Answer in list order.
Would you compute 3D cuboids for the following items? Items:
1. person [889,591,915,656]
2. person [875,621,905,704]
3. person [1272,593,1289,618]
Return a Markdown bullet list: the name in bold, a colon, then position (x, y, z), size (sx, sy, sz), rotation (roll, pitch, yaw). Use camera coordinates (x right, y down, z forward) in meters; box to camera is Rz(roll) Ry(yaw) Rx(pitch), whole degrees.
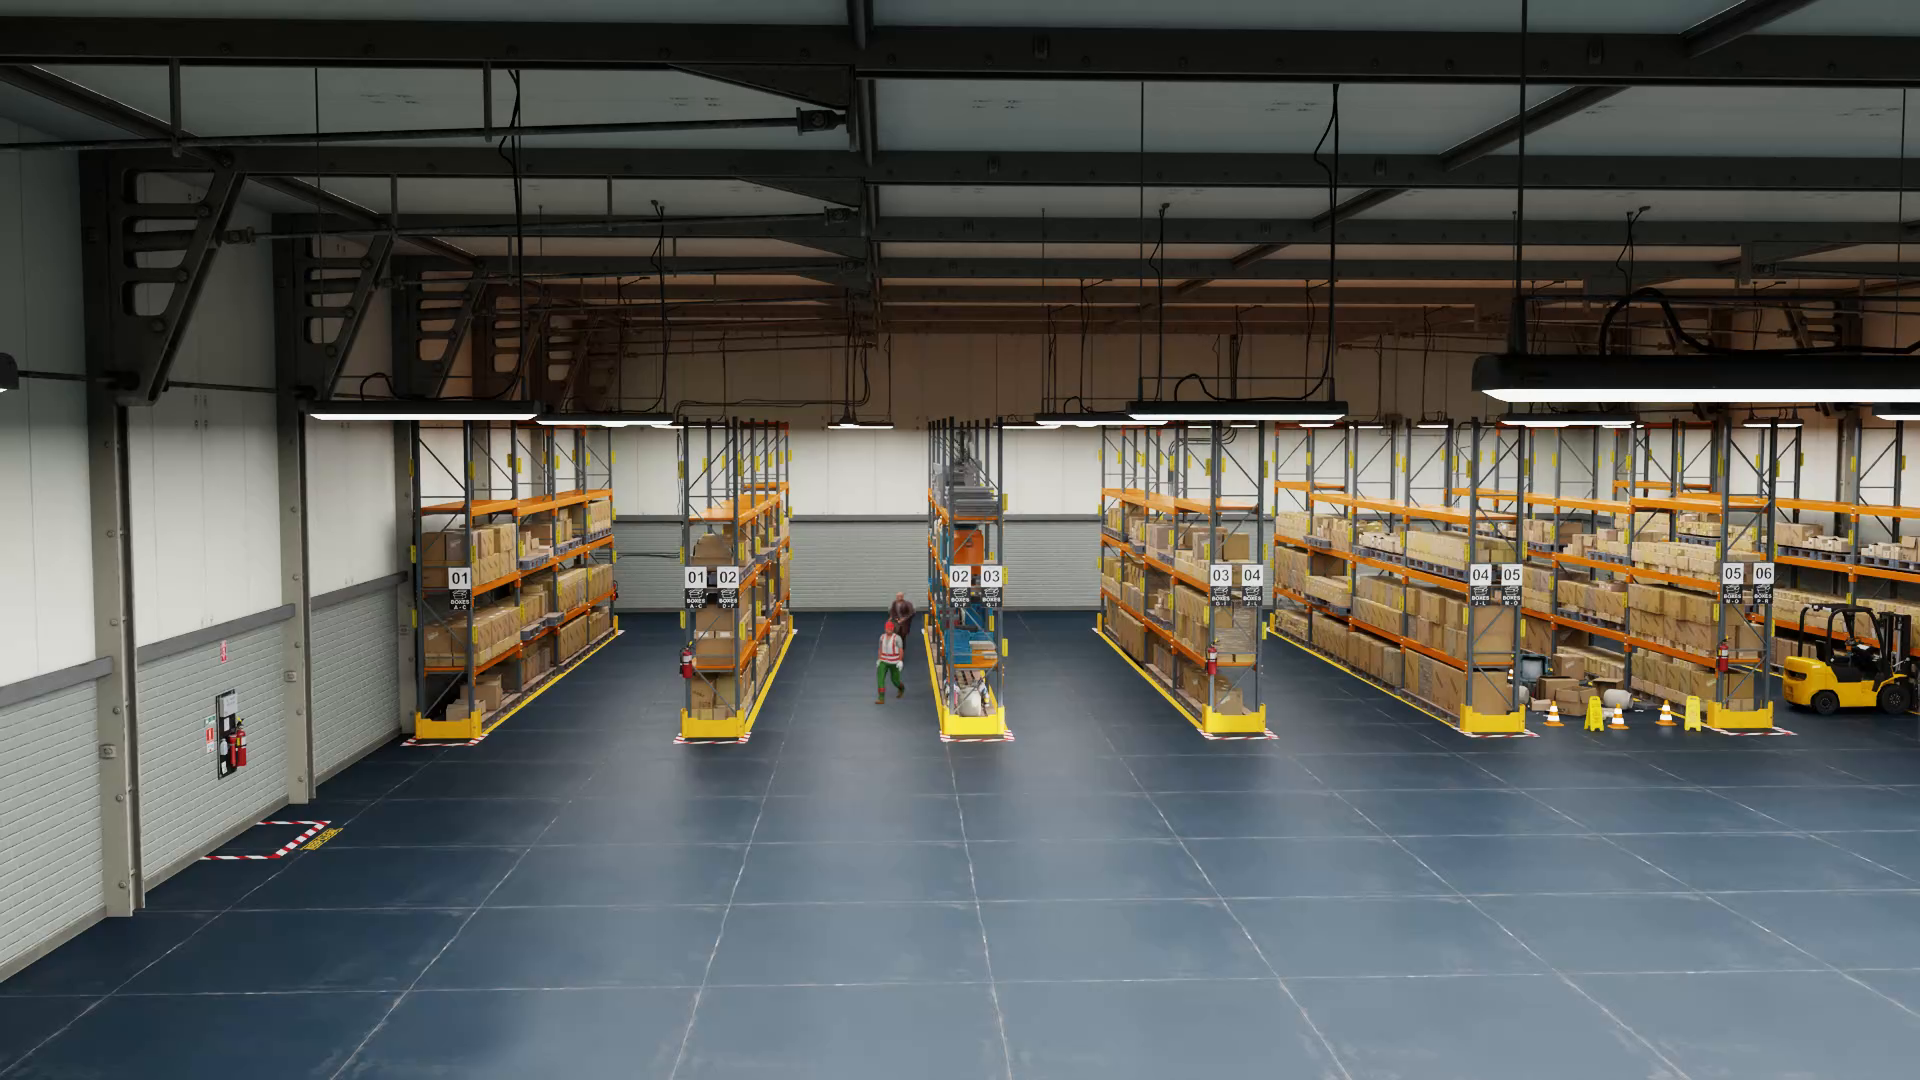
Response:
- **person**: position (-1.439, 2.138, 42.134), size (0.721, 1.754, 0.920), rotation (1, 4, 17)
- **person**: position (-1.476, 2.562, 34.972), size (0.642, 1.739, 0.936), rotation (1, 4, 20)
- **person**: position (9.589, 1.701, 49.187), size (0.710, 1.738, 0.598), rotation (-2, 4, -25)
